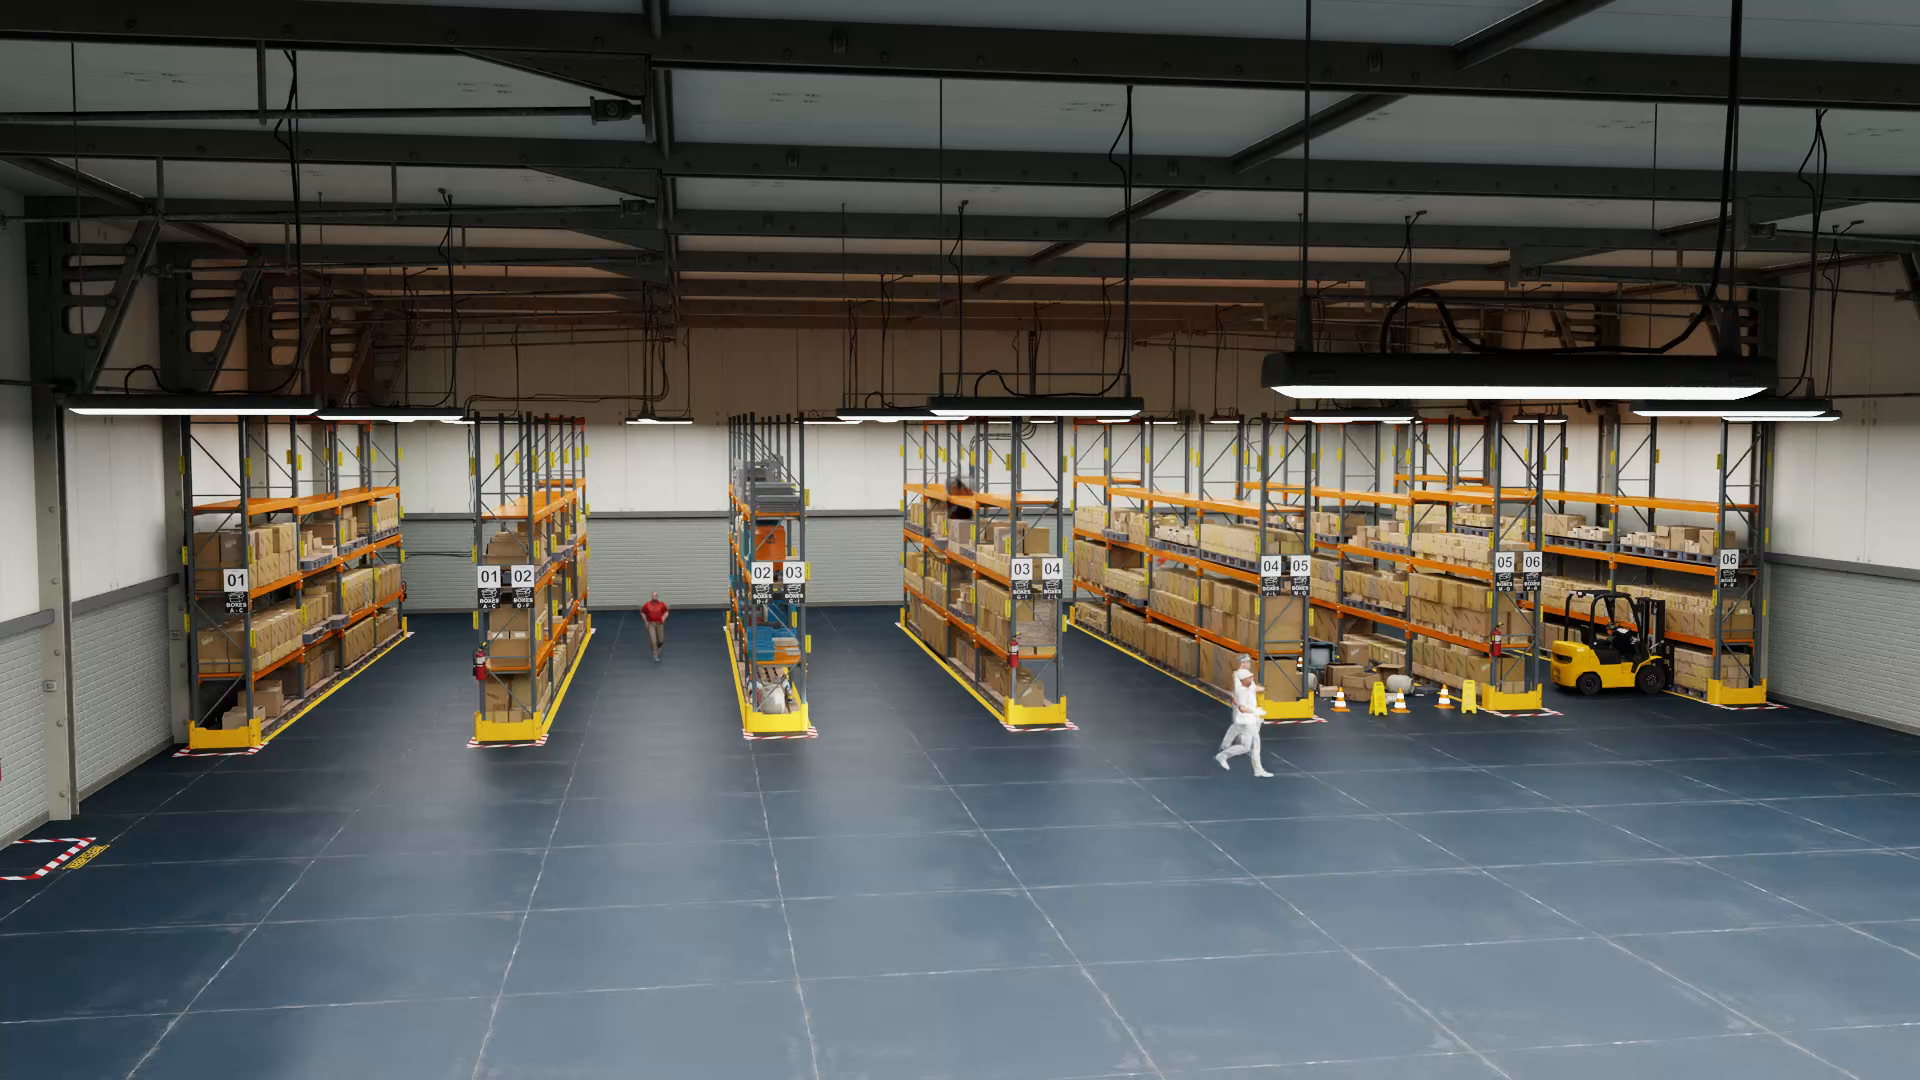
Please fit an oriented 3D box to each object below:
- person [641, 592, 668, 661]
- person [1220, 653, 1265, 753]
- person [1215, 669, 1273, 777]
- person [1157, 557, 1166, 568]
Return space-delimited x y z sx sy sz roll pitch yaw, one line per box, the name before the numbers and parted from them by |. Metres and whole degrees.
person | -7.491 2.106 40.814 0.656 1.682 0.664 -1 4 -17
person | 4.916 2.882 28.881 0.778 1.858 0.682 2 4 24
person | 4.643 2.983 27.115 0.940 1.768 0.682 1 4 13
person | 6.138 1.405 50.399 0.919 1.796 0.670 0 4 0
